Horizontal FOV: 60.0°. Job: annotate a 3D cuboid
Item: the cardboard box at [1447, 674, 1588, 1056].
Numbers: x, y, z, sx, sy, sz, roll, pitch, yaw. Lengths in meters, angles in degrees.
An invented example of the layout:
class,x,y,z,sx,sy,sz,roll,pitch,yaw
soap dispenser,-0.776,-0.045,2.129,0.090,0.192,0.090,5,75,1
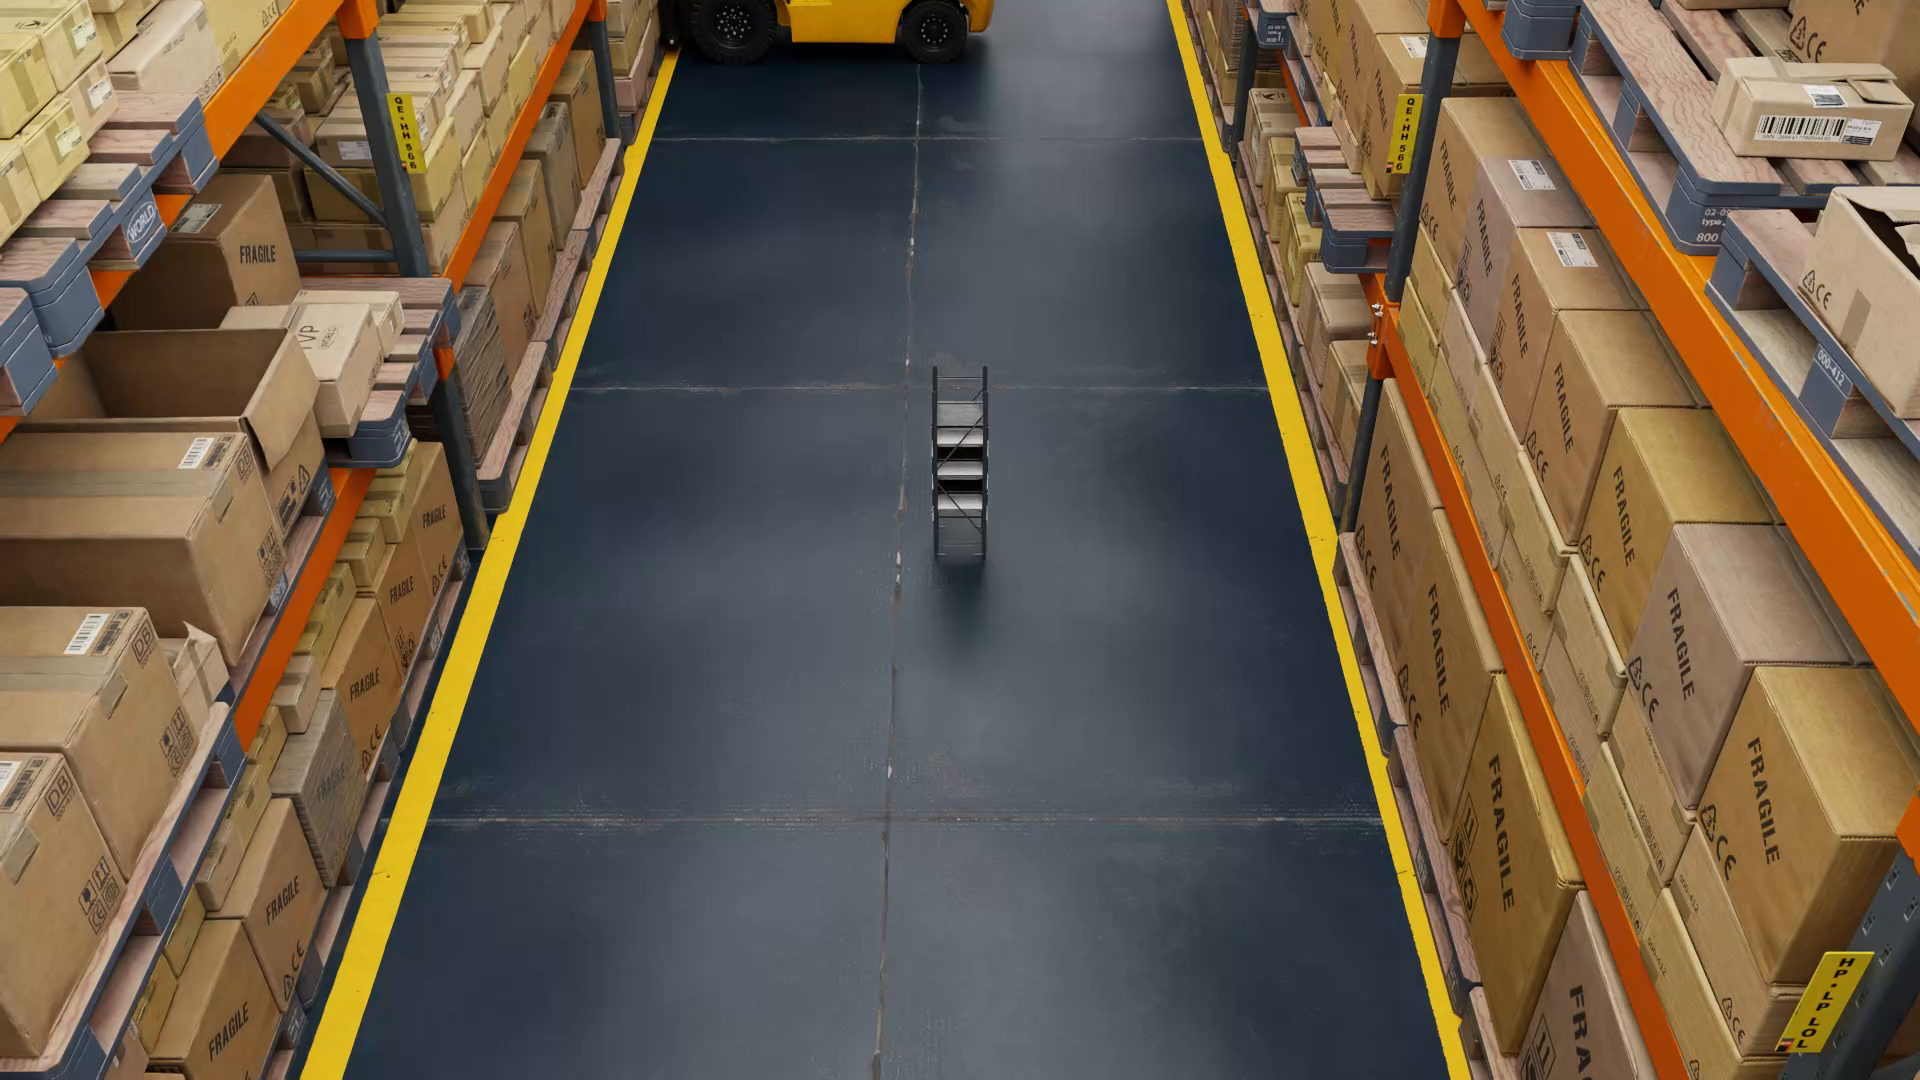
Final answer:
class,x,y,z,sx,sy,sz,roll,pitch,yaw
cardboard box,2.184,1.056,5.397,0.875,0.875,0.875,1,39,1

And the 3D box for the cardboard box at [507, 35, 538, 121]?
class,x,y,z,sx,sy,sz,roll,pitch,yaw
cardboard box,-2.453,-2.333,8.382,0.500,0.250,0.500,1,39,1

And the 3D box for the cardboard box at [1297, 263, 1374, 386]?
class,x,y,z,sx,sy,sz,roll,pitch,yaw
cardboard box,2.270,-1.112,8.504,0.950,0.372,0.625,-1,39,-1

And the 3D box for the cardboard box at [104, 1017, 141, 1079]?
class,x,y,z,sx,sy,sz,roll,pitch,yaw
cardboard box,-2.472,1.404,4.506,0.380,0.149,0.250,-2,39,-2

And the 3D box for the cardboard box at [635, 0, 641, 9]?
class,x,y,z,sx,sy,sz,roll,pitch,yaw
cardboard box,-2.376,-3.758,11.104,0.500,0.250,0.500,0,39,0

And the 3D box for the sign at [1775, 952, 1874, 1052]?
class,x,y,z,sx,sy,sz,roll,pitch,yaw
sign,1.731,0.928,3.330,0.100,0.325,0.005,0,39,0

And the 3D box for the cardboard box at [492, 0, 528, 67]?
class,x,y,z,sx,sy,sz,roll,pitch,yaw
cardboard box,-2.458,-2.527,8.224,0.500,0.250,0.500,0,39,1

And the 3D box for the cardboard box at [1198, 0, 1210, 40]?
class,x,y,z,sx,sy,sz,roll,pitch,yaw
cardboard box,1.989,-3.771,11.920,0.500,0.250,0.500,1,39,1

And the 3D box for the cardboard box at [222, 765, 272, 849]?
class,x,y,z,sx,sy,sz,roll,pitch,yaw
cardboard box,-2.488,0.866,5.415,0.380,0.149,0.250,1,39,2

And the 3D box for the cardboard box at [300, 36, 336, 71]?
class,x,y,z,sx,sy,sz,roll,pitch,yaw
cardboard box,-3.018,-2.127,7.407,0.380,0.149,0.250,-1,39,-1

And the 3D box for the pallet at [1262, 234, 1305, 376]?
class,x,y,z,sx,sy,sz,roll,pitch,yaw
pallet,2.271,-1.320,9.228,1.003,0.211,1.213,0,39,0

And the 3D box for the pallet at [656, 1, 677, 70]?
class,x,y,z,sx,sy,sz,roll,pitch,yaw
pallet,-2.662,-3.828,12.358,1.003,0.211,1.213,0,39,0

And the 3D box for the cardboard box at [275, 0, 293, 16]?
class,x,y,z,sx,sy,sz,roll,pitch,yaw
cardboard box,-2.451,-1.944,5.498,0.500,0.250,0.500,-1,39,-2

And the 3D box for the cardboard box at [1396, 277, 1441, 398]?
class,x,y,z,sx,sy,sz,roll,pitch,yaw
cardboard box,2.018,-0.794,6.462,0.500,0.250,0.500,-1,39,-1

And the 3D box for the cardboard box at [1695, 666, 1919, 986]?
class,x,y,z,sx,sy,sz,roll,pitch,yaw
cardboard box,2.022,0.635,3.680,0.500,0.500,0.500,1,39,1

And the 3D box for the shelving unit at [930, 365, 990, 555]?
class,x,y,z,sx,sy,sz,roll,pitch,yaw
shelving unit,0.000,-0.346,7.462,0.258,0.900,0.210,0,39,0

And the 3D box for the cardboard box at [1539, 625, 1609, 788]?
class,x,y,z,sx,sy,sz,roll,pitch,yaw
cardboard box,2.040,0.487,4.863,0.500,0.250,0.500,-1,39,-1

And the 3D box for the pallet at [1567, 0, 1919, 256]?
class,x,y,z,sx,sy,sz,roll,pitch,yaw
pallet,2.327,-1.153,4.543,1.003,0.211,1.213,2,39,2

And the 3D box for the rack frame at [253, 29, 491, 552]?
class,x,y,z,sx,sy,sz,roll,pitch,yaw
rack frame,-2.694,-1.153,6.790,1.000,3.000,0.127,0,39,0

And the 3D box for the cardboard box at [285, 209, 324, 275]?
class,x,y,z,sx,sy,sz,roll,pitch,yaw
cardboard box,-2.951,-1.375,7.187,0.500,0.250,0.500,-1,39,-1

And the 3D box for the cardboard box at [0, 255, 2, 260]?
class,x,y,z,sx,sy,sz,roll,pitch,yaw
cardboard box,-2.271,-0.592,3.477,0.380,0.149,0.250,0,39,1

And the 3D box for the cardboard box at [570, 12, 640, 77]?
class,x,y,z,sx,sy,sz,roll,pitch,yaw
cardboard box,-2.391,-3.243,10.861,0.500,0.250,0.500,0,39,0

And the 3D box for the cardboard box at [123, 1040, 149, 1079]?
class,x,y,z,sx,sy,sz,roll,pitch,yaw
cardboard box,-2.502,1.510,4.612,0.380,0.149,0.250,-1,39,-1

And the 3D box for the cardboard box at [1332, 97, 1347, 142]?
class,x,y,z,sx,sy,sz,roll,pitch,yaw
cardboard box,1.924,-1.912,7.602,0.380,0.149,0.250,-2,39,-2

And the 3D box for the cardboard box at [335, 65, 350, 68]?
class,x,y,z,sx,sy,sz,roll,pitch,yaw
cardboard box,-2.973,-2.203,7.820,0.500,0.250,0.500,0,39,0

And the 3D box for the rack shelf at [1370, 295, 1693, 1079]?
class,x,y,z,sx,sy,sz,roll,pitch,yaw
rack shelf,2.272,0.373,5.461,1.077,0.370,4.000,0,39,0

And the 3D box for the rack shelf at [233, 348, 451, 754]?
class,x,y,z,sx,sy,sz,roll,pitch,yaw
rack shelf,-2.692,0.379,5.454,1.077,0.370,4.000,0,39,0

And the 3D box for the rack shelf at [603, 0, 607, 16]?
class,x,y,z,sx,sy,sz,roll,pitch,yaw
rack shelf,-2.701,-4.624,11.697,1.077,0.370,4.000,0,39,0

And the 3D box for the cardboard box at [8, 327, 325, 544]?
class,x,y,z,sx,sy,sz,roll,pitch,yaw
cardboard box,-2.508,-0.336,5.352,0.797,0.503,0.637,-1,39,-1

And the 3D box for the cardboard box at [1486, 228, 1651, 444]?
class,x,y,z,sx,sy,sz,roll,pitch,yaw
cardboard box,2.021,-0.645,5.277,0.500,0.500,0.500,1,39,1

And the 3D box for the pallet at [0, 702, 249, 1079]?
class,x,y,z,sx,sy,sz,roll,pitch,yaw
pallet,-2.581,0.924,4.352,1.003,0.211,1.213,0,39,0

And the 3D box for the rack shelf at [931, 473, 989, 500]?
class,x,y,z,sx,sy,sz,roll,pitch,yaw
rack shelf,0.000,-0.250,7.539,0.258,0.077,0.200,0,39,0

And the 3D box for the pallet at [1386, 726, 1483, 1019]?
class,x,y,z,sx,sy,sz,roll,pitch,yaw
pallet,2.193,1.184,6.104,1.003,0.211,1.213,0,39,0

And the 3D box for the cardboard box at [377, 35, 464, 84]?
class,x,y,z,sx,sy,sz,roll,pitch,yaw
cardboard box,-2.441,-2.135,7.417,0.380,0.149,0.250,0,39,0

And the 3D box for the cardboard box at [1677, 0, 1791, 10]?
class,x,y,z,sx,sy,sz,roll,pitch,yaw
cardboard box,2.460,-1.913,4.924,0.700,0.500,0.500,-2,39,-2

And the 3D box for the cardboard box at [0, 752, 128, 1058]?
class,x,y,z,sx,sy,sz,roll,pitch,yaw
cardboard box,-2.467,0.843,3.883,0.700,0.500,0.500,1,39,1

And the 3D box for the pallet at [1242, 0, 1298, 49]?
class,x,y,z,sx,sy,sz,roll,pitch,yaw
pallet,2.120,-3.107,9.382,1.003,0.211,1.213,0,39,0

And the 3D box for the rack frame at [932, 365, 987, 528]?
class,x,y,z,sx,sy,sz,roll,pitch,yaw
rack frame,0.000,-0.410,7.542,0.240,0.900,0.006,0,39,0

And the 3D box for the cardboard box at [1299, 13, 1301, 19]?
class,x,y,z,sx,sy,sz,roll,pitch,yaw
cardboard box,1.975,-2.731,8.624,0.380,0.149,0.250,0,39,0

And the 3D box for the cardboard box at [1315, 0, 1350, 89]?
class,x,y,z,sx,sy,sz,roll,pitch,yaw
cardboard box,1.977,-2.400,7.693,0.500,0.500,0.500,-3,39,-3

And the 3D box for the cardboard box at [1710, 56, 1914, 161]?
class,x,y,z,sx,sy,sz,roll,pitch,yaw
cardboard box,2.122,-1.083,4.155,0.380,0.166,0.250,3,39,4

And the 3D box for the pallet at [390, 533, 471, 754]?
class,x,y,z,sx,sy,sz,roll,pitch,yaw
pallet,-2.731,0.403,7.079,1.003,0.211,1.213,0,39,0

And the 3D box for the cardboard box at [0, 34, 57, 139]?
class,x,y,z,sx,sy,sz,roll,pitch,yaw
cardboard box,-2.322,-1.035,3.792,0.380,0.149,0.250,0,39,0

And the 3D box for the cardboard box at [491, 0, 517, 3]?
class,x,y,z,sx,sy,sz,roll,pitch,yaw
cardboard box,-2.368,-2.768,8.207,0.380,0.149,0.250,-1,39,-1

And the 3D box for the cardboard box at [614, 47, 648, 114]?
class,x,y,z,sx,sy,sz,roll,pitch,yaw
cardboard box,-2.368,-3.048,11.017,0.500,0.250,0.500,0,39,0

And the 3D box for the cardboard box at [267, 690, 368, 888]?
class,x,y,z,sx,sy,sz,roll,pitch,yaw
cardboard box,-2.466,0.888,5.906,0.500,0.500,0.500,-1,39,-2

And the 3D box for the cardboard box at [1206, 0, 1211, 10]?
class,x,y,z,sx,sy,sz,roll,pitch,yaw
cardboard box,1.992,-4.050,11.669,0.500,0.500,0.500,2,39,2

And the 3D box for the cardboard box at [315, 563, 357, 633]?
class,x,y,z,sx,sy,sz,roll,pitch,yaw
cardboard box,-2.498,0.215,6.227,0.380,0.149,0.250,1,39,1

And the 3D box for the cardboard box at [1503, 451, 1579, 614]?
class,x,y,z,sx,sy,sz,roll,pitch,yaw
cardboard box,1.998,-0.026,5.104,0.500,0.250,0.500,1,39,1

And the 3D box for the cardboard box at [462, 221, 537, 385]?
class,x,y,z,sx,sy,sz,roll,pitch,yaw
cardboard box,-2.690,-1.188,8.397,0.875,0.625,0.625,1,39,1
